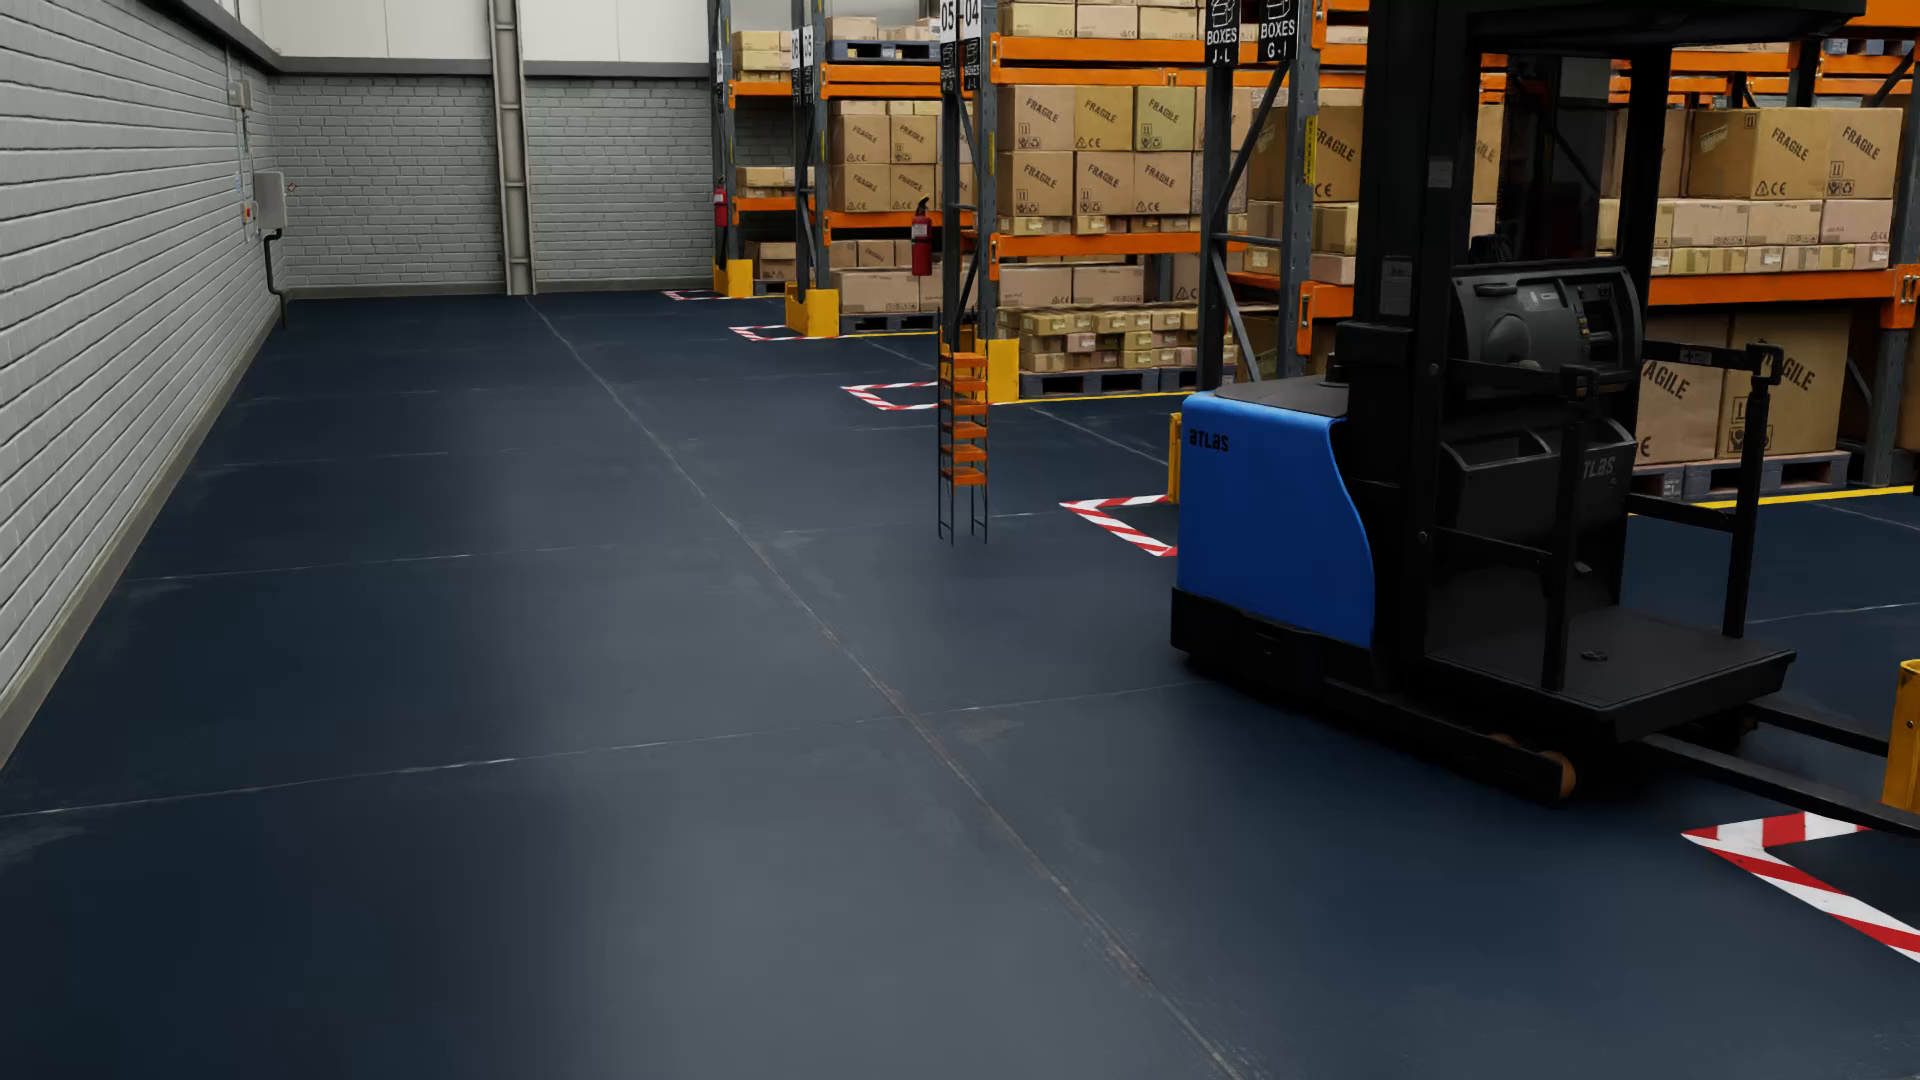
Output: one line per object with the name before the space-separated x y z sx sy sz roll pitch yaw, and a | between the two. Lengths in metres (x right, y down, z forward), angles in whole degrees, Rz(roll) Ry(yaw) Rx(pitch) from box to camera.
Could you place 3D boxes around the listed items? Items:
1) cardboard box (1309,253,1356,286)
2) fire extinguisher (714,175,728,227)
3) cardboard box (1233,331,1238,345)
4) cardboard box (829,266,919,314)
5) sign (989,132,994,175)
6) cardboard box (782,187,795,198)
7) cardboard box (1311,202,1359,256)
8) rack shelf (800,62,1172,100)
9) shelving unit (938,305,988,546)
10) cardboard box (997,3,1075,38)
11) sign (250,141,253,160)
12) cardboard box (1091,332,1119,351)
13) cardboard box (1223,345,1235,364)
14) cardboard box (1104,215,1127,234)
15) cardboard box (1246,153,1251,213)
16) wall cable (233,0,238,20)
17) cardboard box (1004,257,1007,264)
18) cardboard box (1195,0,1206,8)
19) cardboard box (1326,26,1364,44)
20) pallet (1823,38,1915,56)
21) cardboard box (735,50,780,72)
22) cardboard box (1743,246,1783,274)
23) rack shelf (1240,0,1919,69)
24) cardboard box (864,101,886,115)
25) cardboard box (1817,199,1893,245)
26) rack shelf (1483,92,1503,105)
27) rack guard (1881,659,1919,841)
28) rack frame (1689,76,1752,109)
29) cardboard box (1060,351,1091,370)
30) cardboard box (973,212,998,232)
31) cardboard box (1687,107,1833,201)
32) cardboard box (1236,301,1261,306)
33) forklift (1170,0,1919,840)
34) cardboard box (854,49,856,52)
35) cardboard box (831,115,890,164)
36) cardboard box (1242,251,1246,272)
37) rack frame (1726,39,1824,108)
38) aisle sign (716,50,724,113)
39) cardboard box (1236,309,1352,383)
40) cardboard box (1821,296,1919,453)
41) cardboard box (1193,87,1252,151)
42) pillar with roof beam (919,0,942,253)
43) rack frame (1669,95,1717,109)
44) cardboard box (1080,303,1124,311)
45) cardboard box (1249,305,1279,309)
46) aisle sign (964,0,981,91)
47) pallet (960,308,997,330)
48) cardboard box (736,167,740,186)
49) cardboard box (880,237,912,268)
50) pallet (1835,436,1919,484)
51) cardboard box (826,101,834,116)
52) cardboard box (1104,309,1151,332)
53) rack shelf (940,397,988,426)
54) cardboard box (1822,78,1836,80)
cardboard box | 1.996 -1.415 8.651 0.250 0.149 0.380 -4 14 -17
fire extinguisher | -3.185 -4.514 22.109 0.183 0.674 0.296 -4 14 -18
cardboard box | 2.397 -1.761 14.174 0.250 0.149 0.380 -5 14 -21
cardboard box | -1.013 -2.785 18.498 0.875 0.438 0.875 -5 14 -20
sign | 0.242 -2.980 12.820 0.005 0.325 0.100 -4 14 -18
cardboard box | -2.330 -4.743 22.642 0.250 0.149 0.380 -5 14 -19
cardboard box | 2.095 -1.631 8.699 0.500 0.250 0.500 -5 14 -20
rack shelf | 0.289 -5.013 18.310 4.000 0.370 1.077 -4 14 -18
shelving unit | 0.014 -0.585 8.508 0.189 1.200 0.258 -4 14 -18
cardboard box | 0.575 -4.042 12.994 0.500 0.250 0.500 -4 14 -16
sign | -7.653 -4.181 17.953 0.001 0.242 0.339 -4 14 -18
cardboard box | 1.128 -1.668 13.784 0.250 0.149 0.380 -4 14 -17
cardboard box | 2.129 -1.581 14.061 0.250 0.149 0.380 -4 14 -18
cardboard box | 1.182 -2.593 13.606 0.250 0.149 0.380 -4 14 -15
cardboard box | 2.527 -2.995 13.892 0.500 0.500 0.500 -5 14 -18
wall cable | -7.145 -6.359 15.929 0.029 3.000 2.355 -4 14 -18
cardboard box | 0.969 -4.229 24.436 0.500 0.500 0.500 -5 14 -18
cardboard box | 2.023 -4.394 13.396 0.500 0.250 0.500 -5 14 -20
cardboard box | 3.003 -4.230 13.786 0.500 0.250 0.500 -4 14 -18
pallet | 8.244 -4.695 15.826 1.003 0.211 1.213 -4 14 -15
cardboard box | -2.685 -6.349 22.050 0.500 0.250 0.500 -5 14 -19
cardboard box | 4.430 -1.605 9.450 0.250 0.149 0.380 -4 14 -17
rack shelf | 3.450 -2.840 9.172 4.000 0.370 1.077 -4 14 -18
cardboard box | -0.956 -4.608 17.753 0.250 0.149 0.380 -4 14 -17
cardboard box | 5.011 -1.860 9.661 0.500 0.250 0.500 -5 14 -19
rack shelf | 6.285 -6.692 25.368 4.000 0.370 1.077 -4 14 -18
rack guard | 3.115 0.724 4.519 0.348 0.500 1.175 -4 14 -18
rack frame | 9.767 -4.642 21.676 0.127 3.000 1.000 -4 14 -18
cardboard box | 0.889 -1.501 13.726 0.250 0.149 0.380 -5 14 -18
cardboard box | 0.287 -2.642 13.811 0.250 0.149 0.380 -4 14 -18
cardboard box | 4.519 -2.186 9.412 0.500 0.500 0.500 -4 14 -17
cardboard box | 2.456 -2.038 14.698 0.250 0.149 0.380 -4 14 -17
forklift | 2.087 -0.730 5.376 1.130 2.935 3.031 -9 16 -34
cardboard box | -1.252 -6.710 22.489 0.500 0.250 0.500 -4 14 -17
cardboard box | -1.060 -4.264 17.712 0.500 0.500 0.500 -5 14 -19
cardboard box | 3.601 -3.354 19.945 0.875 0.875 0.875 -4 14 -16
rack frame | 7.651 -3.269 15.903 0.127 3.000 1.000 -4 14 -18
aisle sign | -3.164 -6.040 21.936 0.004 0.787 0.394 -4 14 -18
cardboard box | 2.135 -0.818 9.285 0.875 0.875 0.875 -4 14 -18
cardboard box | 5.946 -1.100 10.471 0.875 0.875 1.225 -4 14 -18
cardboard box | 2.037 -3.443 13.618 0.500 0.500 0.500 -5 14 -20
pillar with roof beam | 1.024 -7.261 19.721 0.400 9.000 9.100 -4 14 -18
rack frame | 11.972 -6.026 27.493 0.127 3.000 1.000 -4 14 -18
cardboard box | 1.216 -1.938 14.275 0.250 0.149 0.380 -5 14 -20
cardboard box | 2.644 -1.907 14.146 0.250 0.149 0.380 -5 14 -21
aisle sign | 0.095 -3.872 12.820 0.004 0.787 0.394 -4 14 -18
pallet | 0.281 -2.565 18.971 1.213 0.211 1.003 -4 14 -18
cardboard box | -2.842 -5.009 22.899 0.500 0.250 0.500 -4 14 -16
cardboard box | -0.776 -3.989 23.423 0.500 0.500 0.700 -5 14 -20
pallet | 6.053 -0.595 10.688 1.213 0.211 1.003 -4 14 -18
cardboard box | -1.330 -4.677 18.047 0.250 0.149 0.380 -4 14 -17
cardboard box | 1.384 -1.823 13.792 0.250 0.149 0.380 -5 14 -21
rack shelf | 0.014 -0.658 8.491 0.180 0.103 0.258 -4 14 -18
cardboard box | 11.113 -6.025 21.551 0.250 0.149 0.380 -5 14 -20
